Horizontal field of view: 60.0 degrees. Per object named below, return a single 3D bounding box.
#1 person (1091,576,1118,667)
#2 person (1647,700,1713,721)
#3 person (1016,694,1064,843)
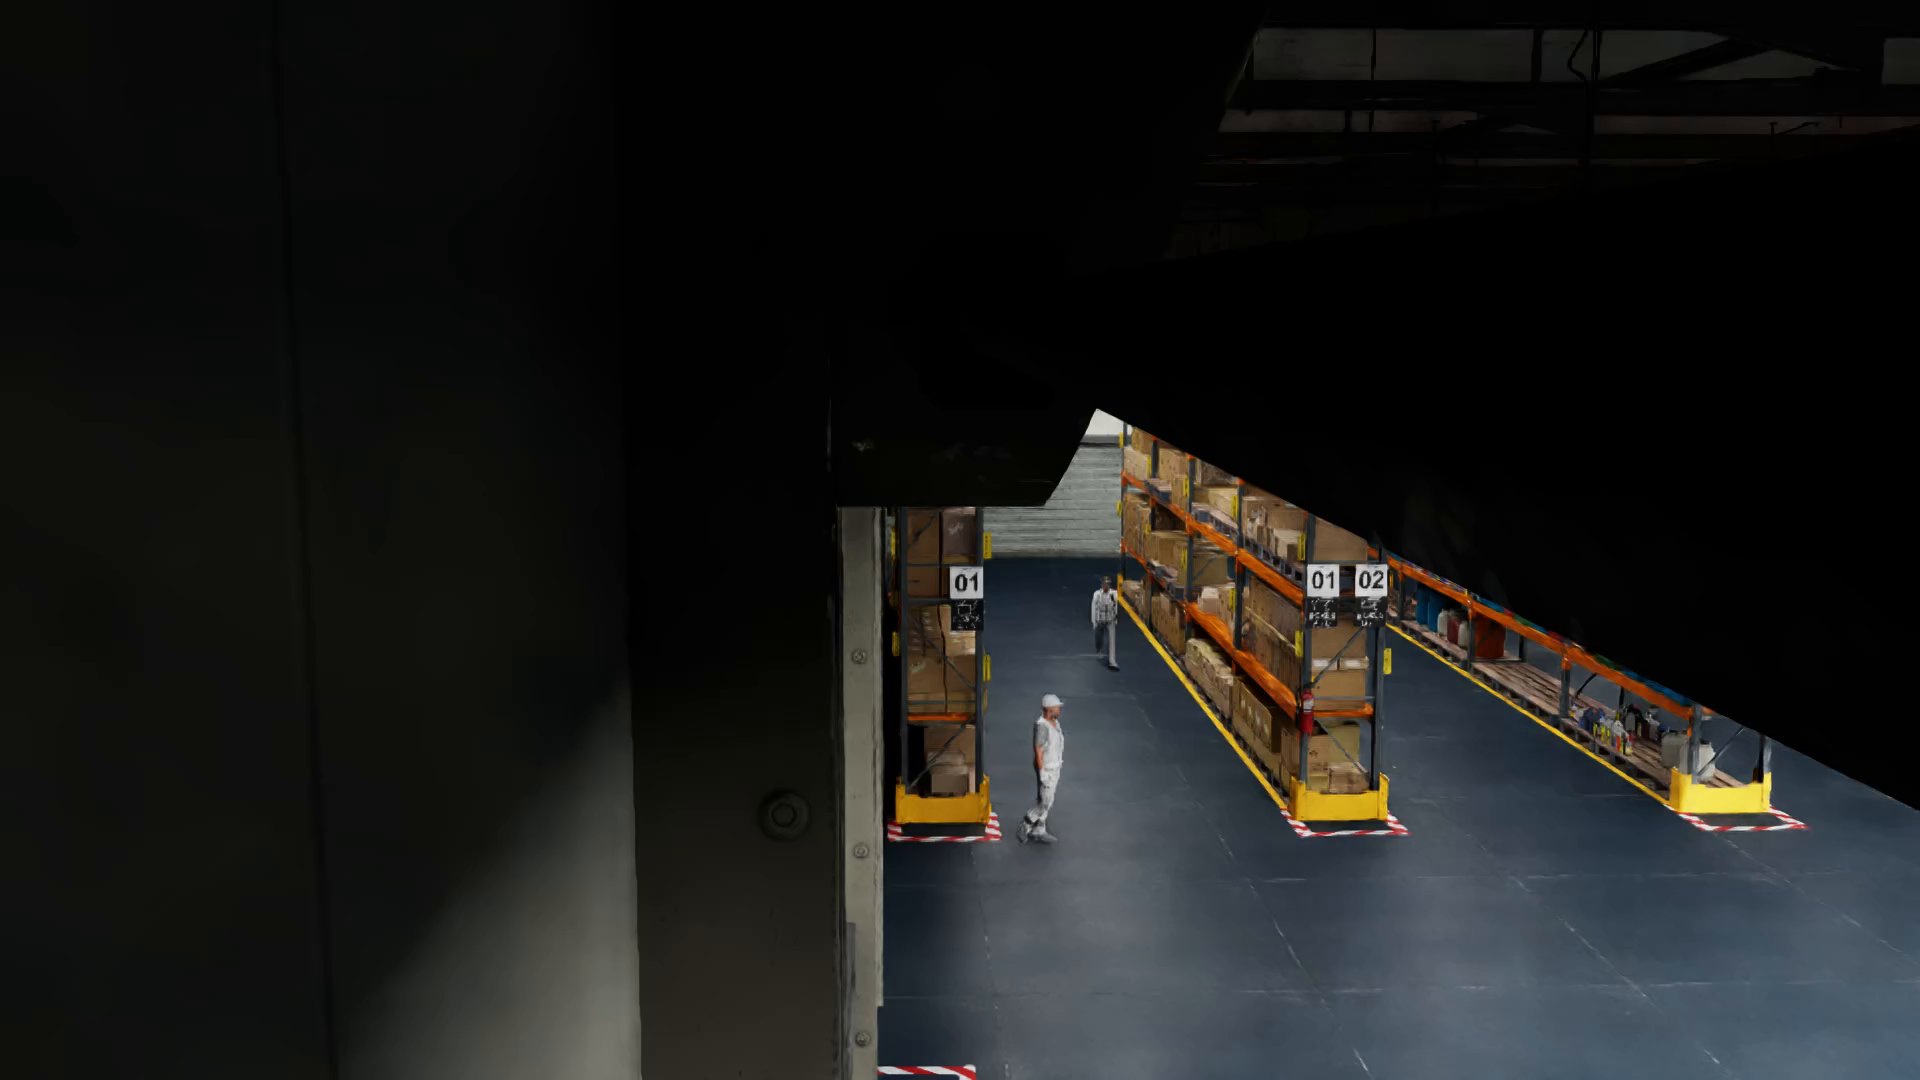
[{"bbox_3d":[2.559,1.400,29.418,0.495,1.589,1.086,0,8,0],"label":"person"},{"bbox_3d":[11.038,1.901,25.500,0.701,1.718,0.844,-3,8,-19],"label":"person"},{"bbox_3d":[0.953,2.696,19.603,0.460,1.780,0.704,4,9,26],"label":"person"}]
